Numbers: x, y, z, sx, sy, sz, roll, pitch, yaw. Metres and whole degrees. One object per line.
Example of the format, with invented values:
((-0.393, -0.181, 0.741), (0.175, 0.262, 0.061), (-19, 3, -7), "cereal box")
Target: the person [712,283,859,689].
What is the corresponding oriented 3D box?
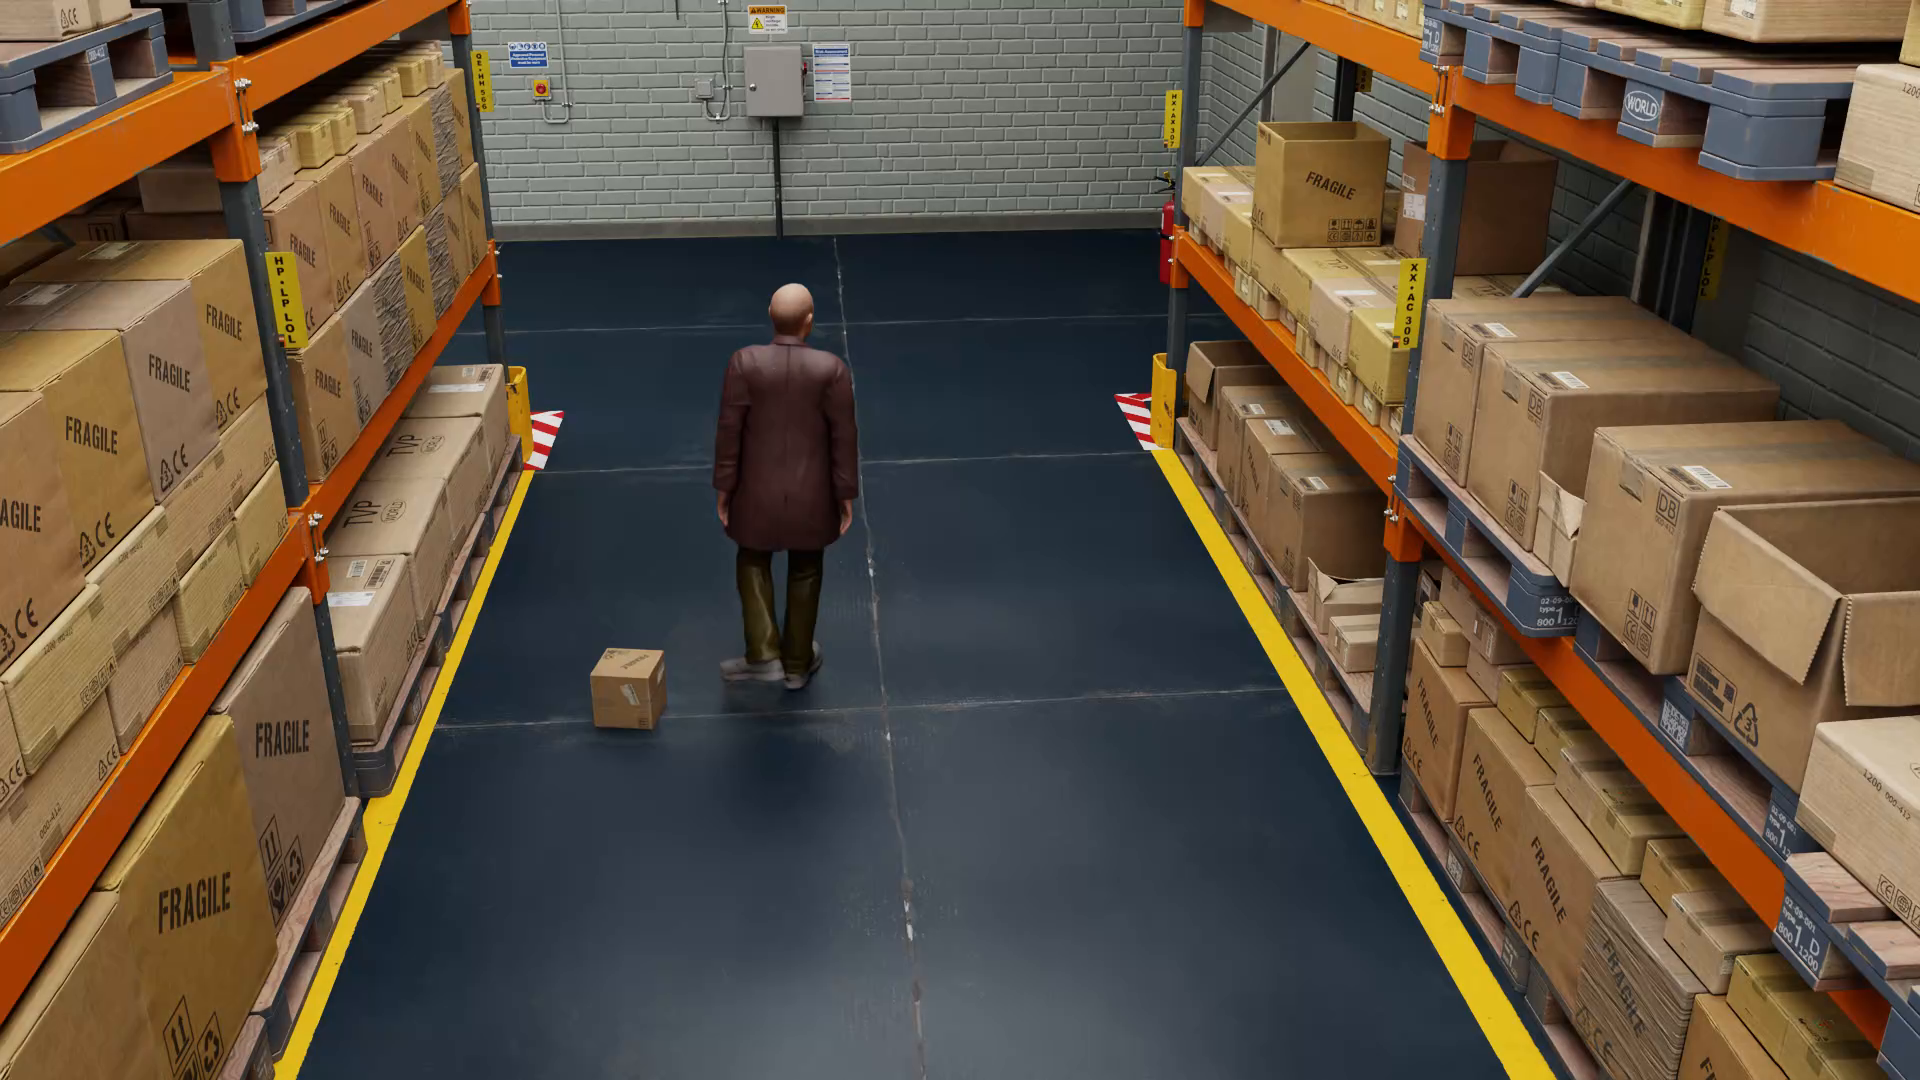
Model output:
((-0.740, -0.176, 7.017), (0.630, 1.771, 0.592), (-1, 23, -2), "person")
